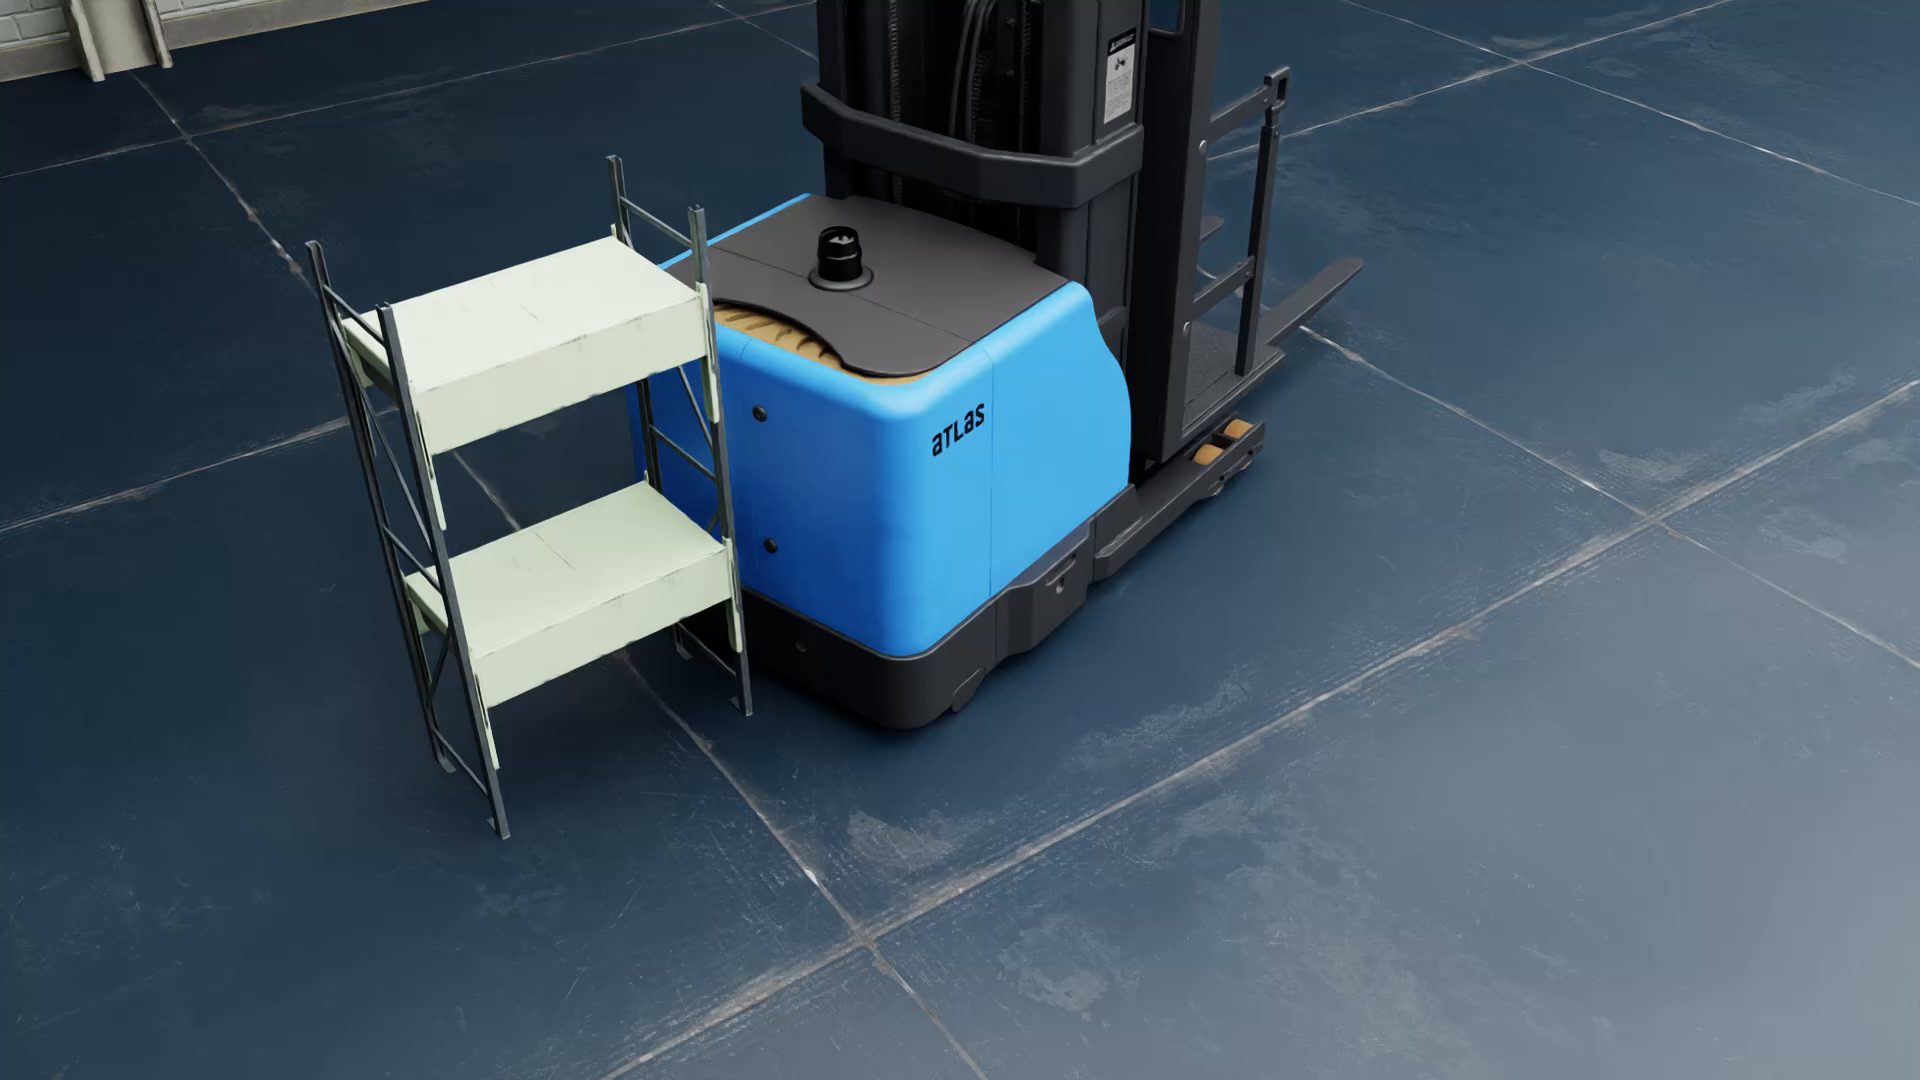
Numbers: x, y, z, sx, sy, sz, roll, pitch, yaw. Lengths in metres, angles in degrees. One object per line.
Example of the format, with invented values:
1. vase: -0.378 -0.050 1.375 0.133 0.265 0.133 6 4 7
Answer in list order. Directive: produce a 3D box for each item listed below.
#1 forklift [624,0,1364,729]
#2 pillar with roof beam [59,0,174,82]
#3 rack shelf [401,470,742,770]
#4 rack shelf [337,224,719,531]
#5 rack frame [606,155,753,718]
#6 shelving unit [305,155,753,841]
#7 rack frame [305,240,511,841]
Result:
1. forklift: 0.365 -1.491 4.814 1.130 2.935 3.031 24 42 29
2. pillar with roof beam: -1.880 -4.080 3.216 0.400 9.000 9.100 -22 41 -28
3. rack shelf: -0.988 0.186 4.265 0.720 0.370 0.431 -26 43 -31
4. rack shelf: -0.988 -0.395 3.846 0.720 0.370 0.431 -26 43 -31
5. rack frame: -0.705 -0.214 4.263 0.023 1.500 0.400 -26 43 -31
6. shelving unit: -0.988 -0.078 4.074 0.755 1.500 0.431 -26 43 -31
7. rack frame: -1.271 0.057 3.886 0.023 1.500 0.400 -26 43 -31
